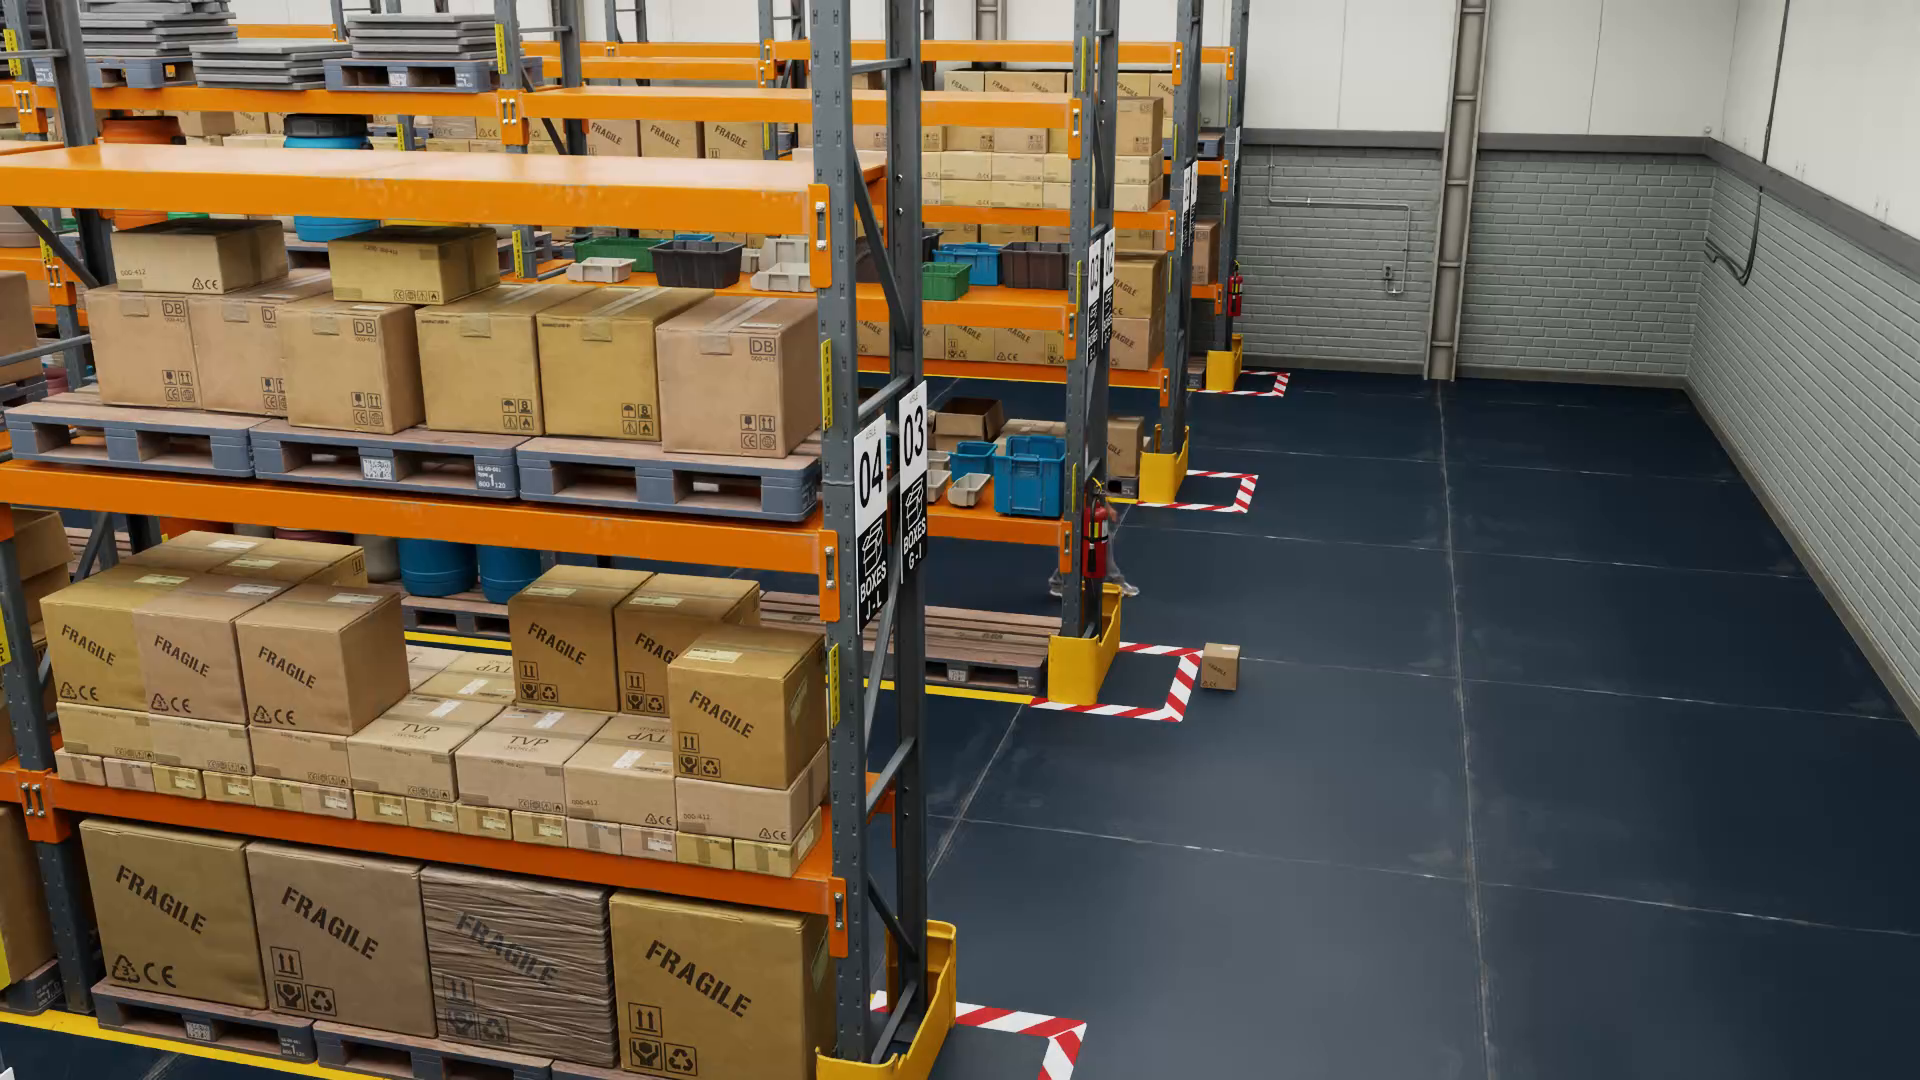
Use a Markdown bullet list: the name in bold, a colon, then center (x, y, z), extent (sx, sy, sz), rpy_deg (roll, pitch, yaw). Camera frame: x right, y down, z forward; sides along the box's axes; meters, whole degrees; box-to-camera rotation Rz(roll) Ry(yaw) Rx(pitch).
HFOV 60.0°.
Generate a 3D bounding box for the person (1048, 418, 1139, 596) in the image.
- **person**: center (1.102, -0.260, 13.428), extent (0.760, 1.570, 0.483), rpy_deg (1, 18, 2)
